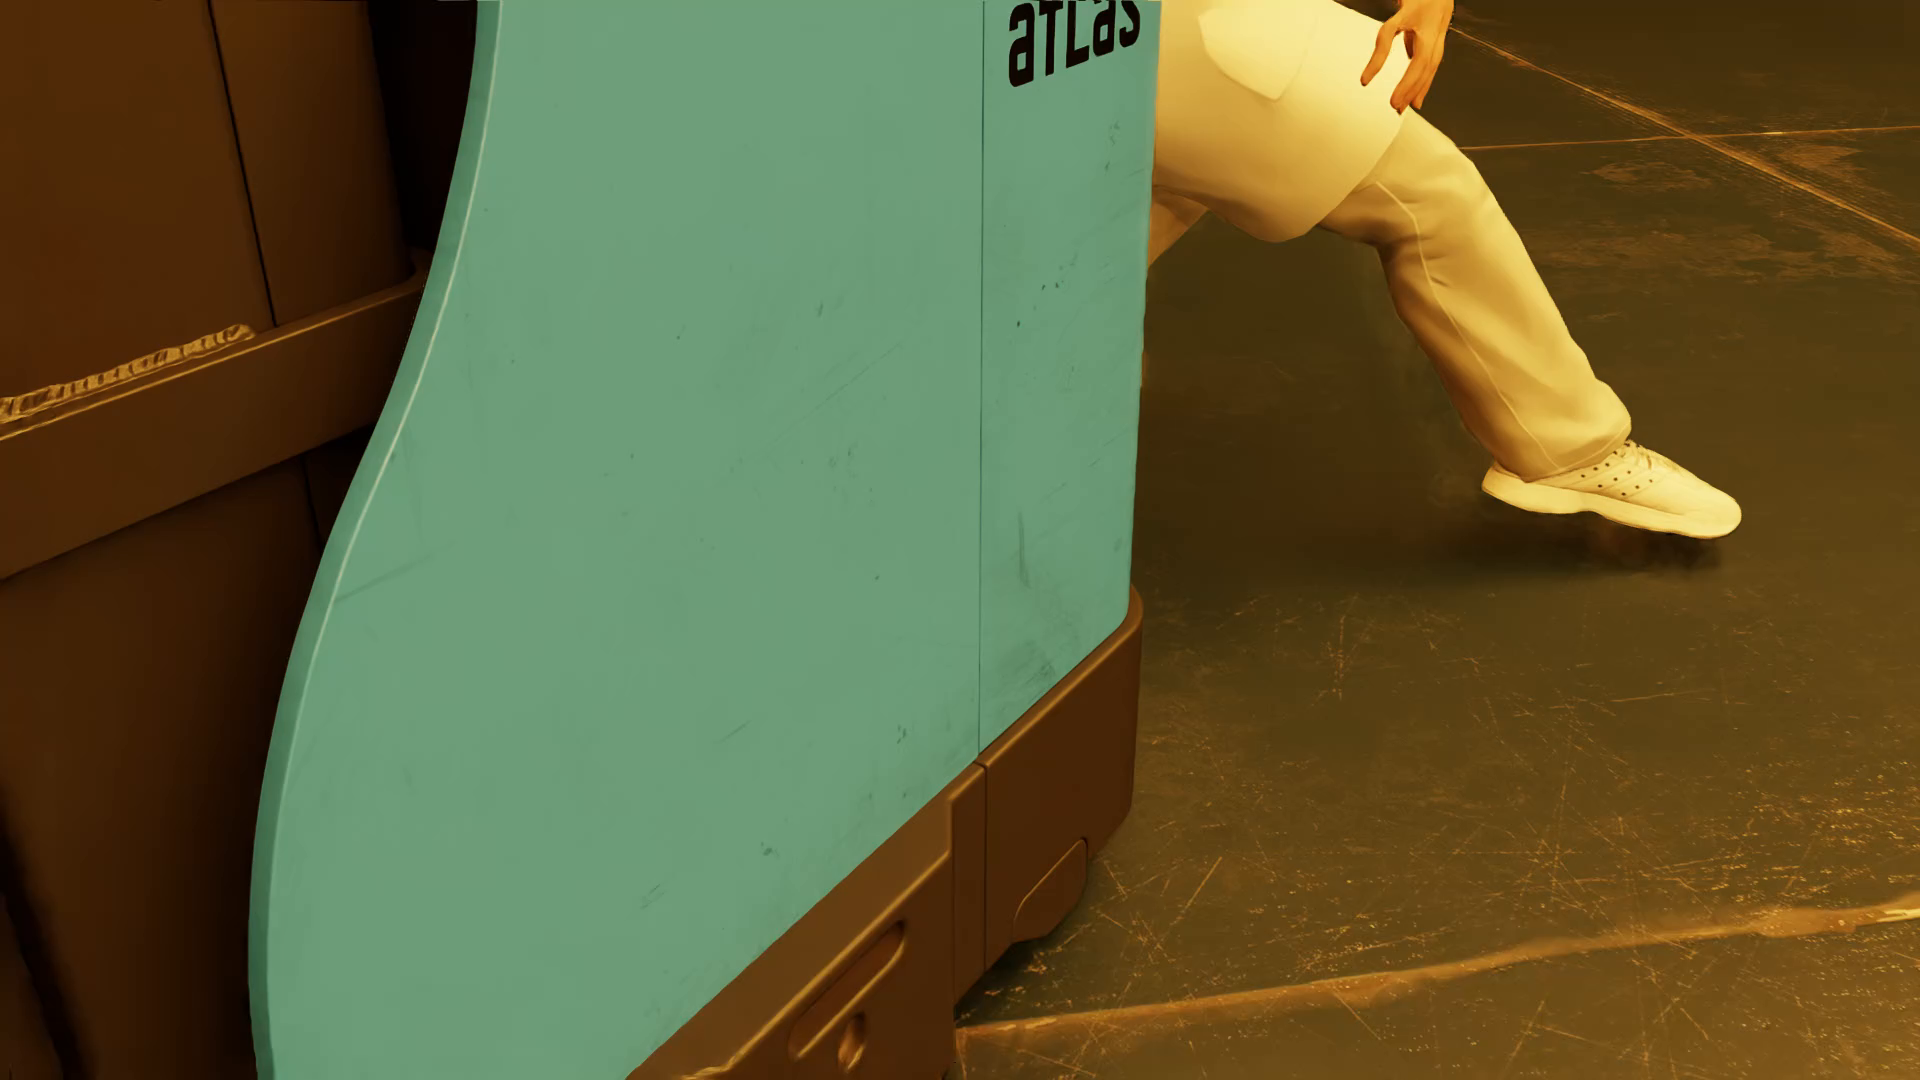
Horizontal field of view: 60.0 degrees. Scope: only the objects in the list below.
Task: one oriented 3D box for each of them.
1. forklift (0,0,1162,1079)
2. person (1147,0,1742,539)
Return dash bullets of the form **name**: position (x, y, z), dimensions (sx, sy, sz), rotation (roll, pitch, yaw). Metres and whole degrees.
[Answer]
- **forklift**: position (-1.035, -0.508, 0.331), dimensions (1.130, 2.935, 3.031), rotation (17, 32, 29)
- **person**: position (0.542, -0.780, 2.303), dimensions (1.003, 1.524, 1.058), rotation (-8, 29, -15)
